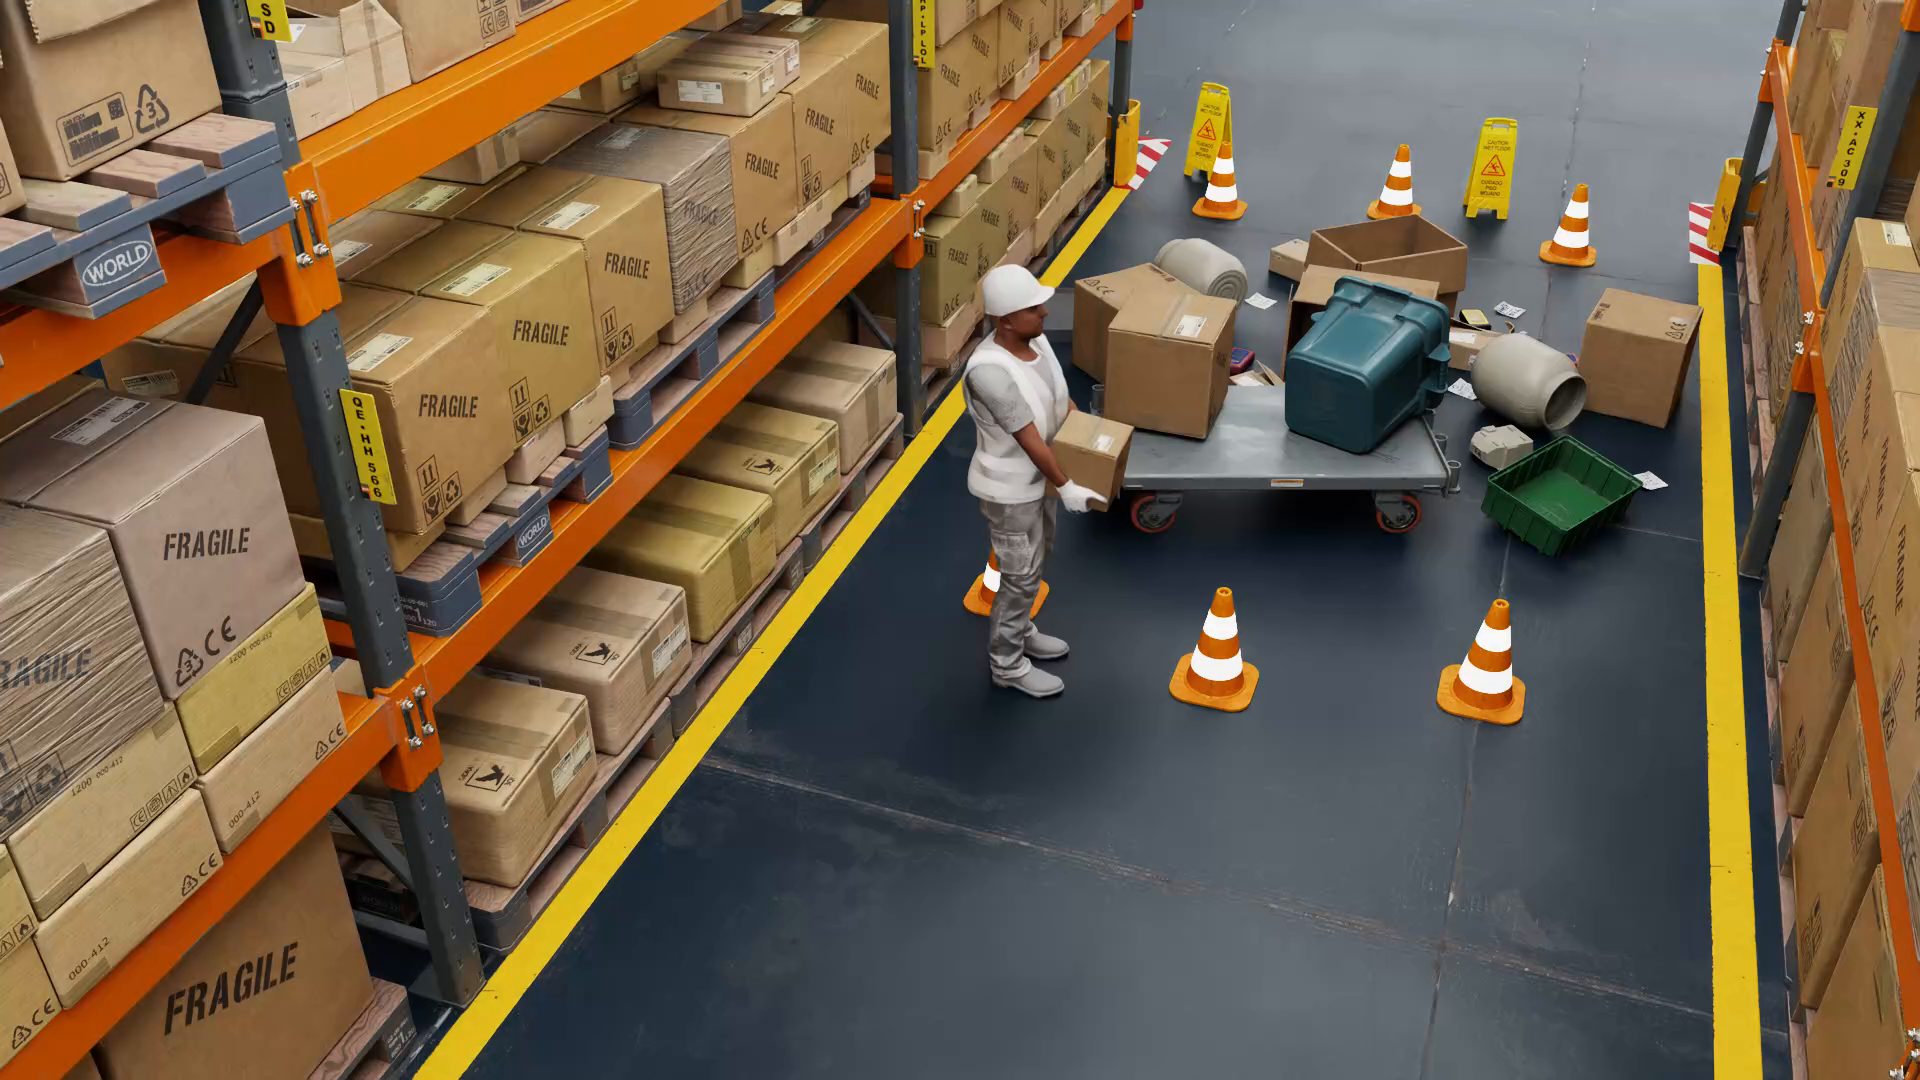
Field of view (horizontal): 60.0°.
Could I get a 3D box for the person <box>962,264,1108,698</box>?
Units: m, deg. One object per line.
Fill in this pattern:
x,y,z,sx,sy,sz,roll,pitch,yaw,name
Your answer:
0.327,-0.211,6.450,0.580,1.779,0.488,11,35,16,person
